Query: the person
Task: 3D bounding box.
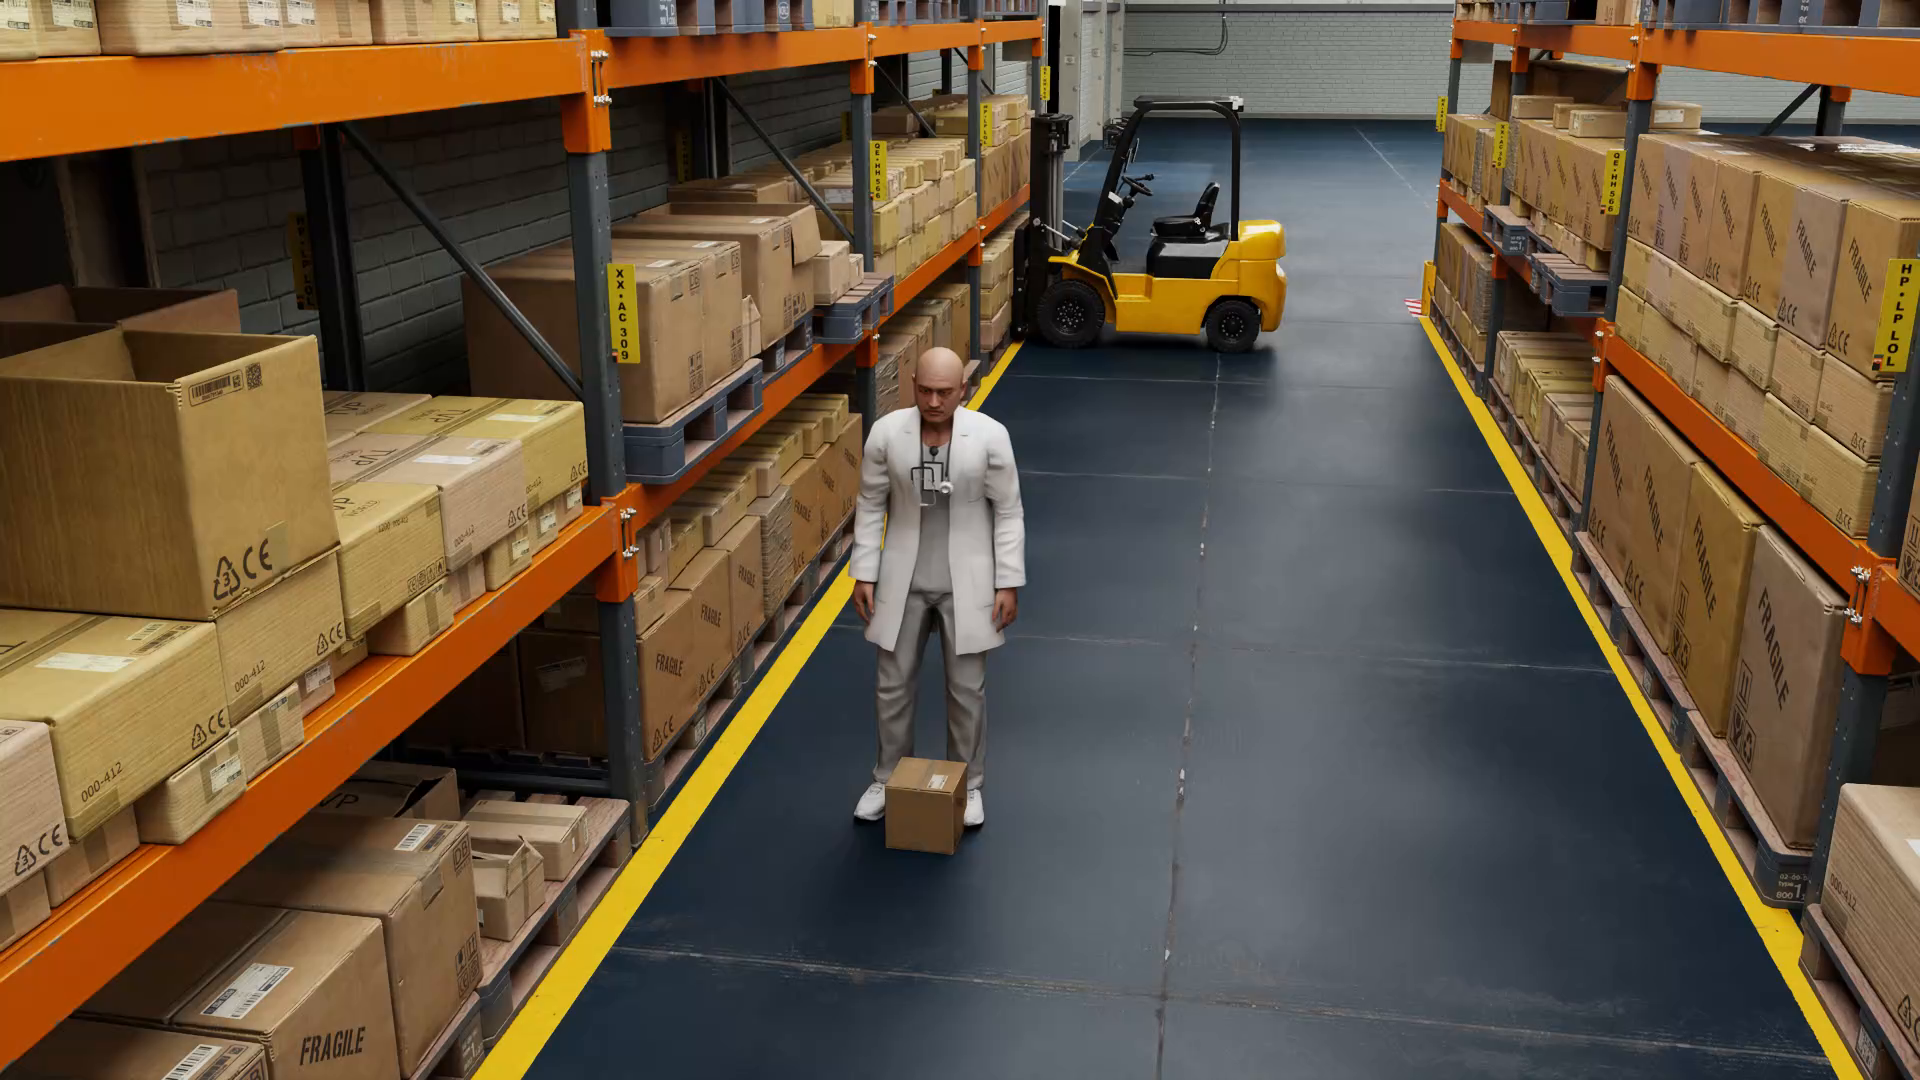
[{"bbox_3d":[-0.087,0.165,6.058,0.647,1.774,0.416,2,18,8],"label":"person"}]
